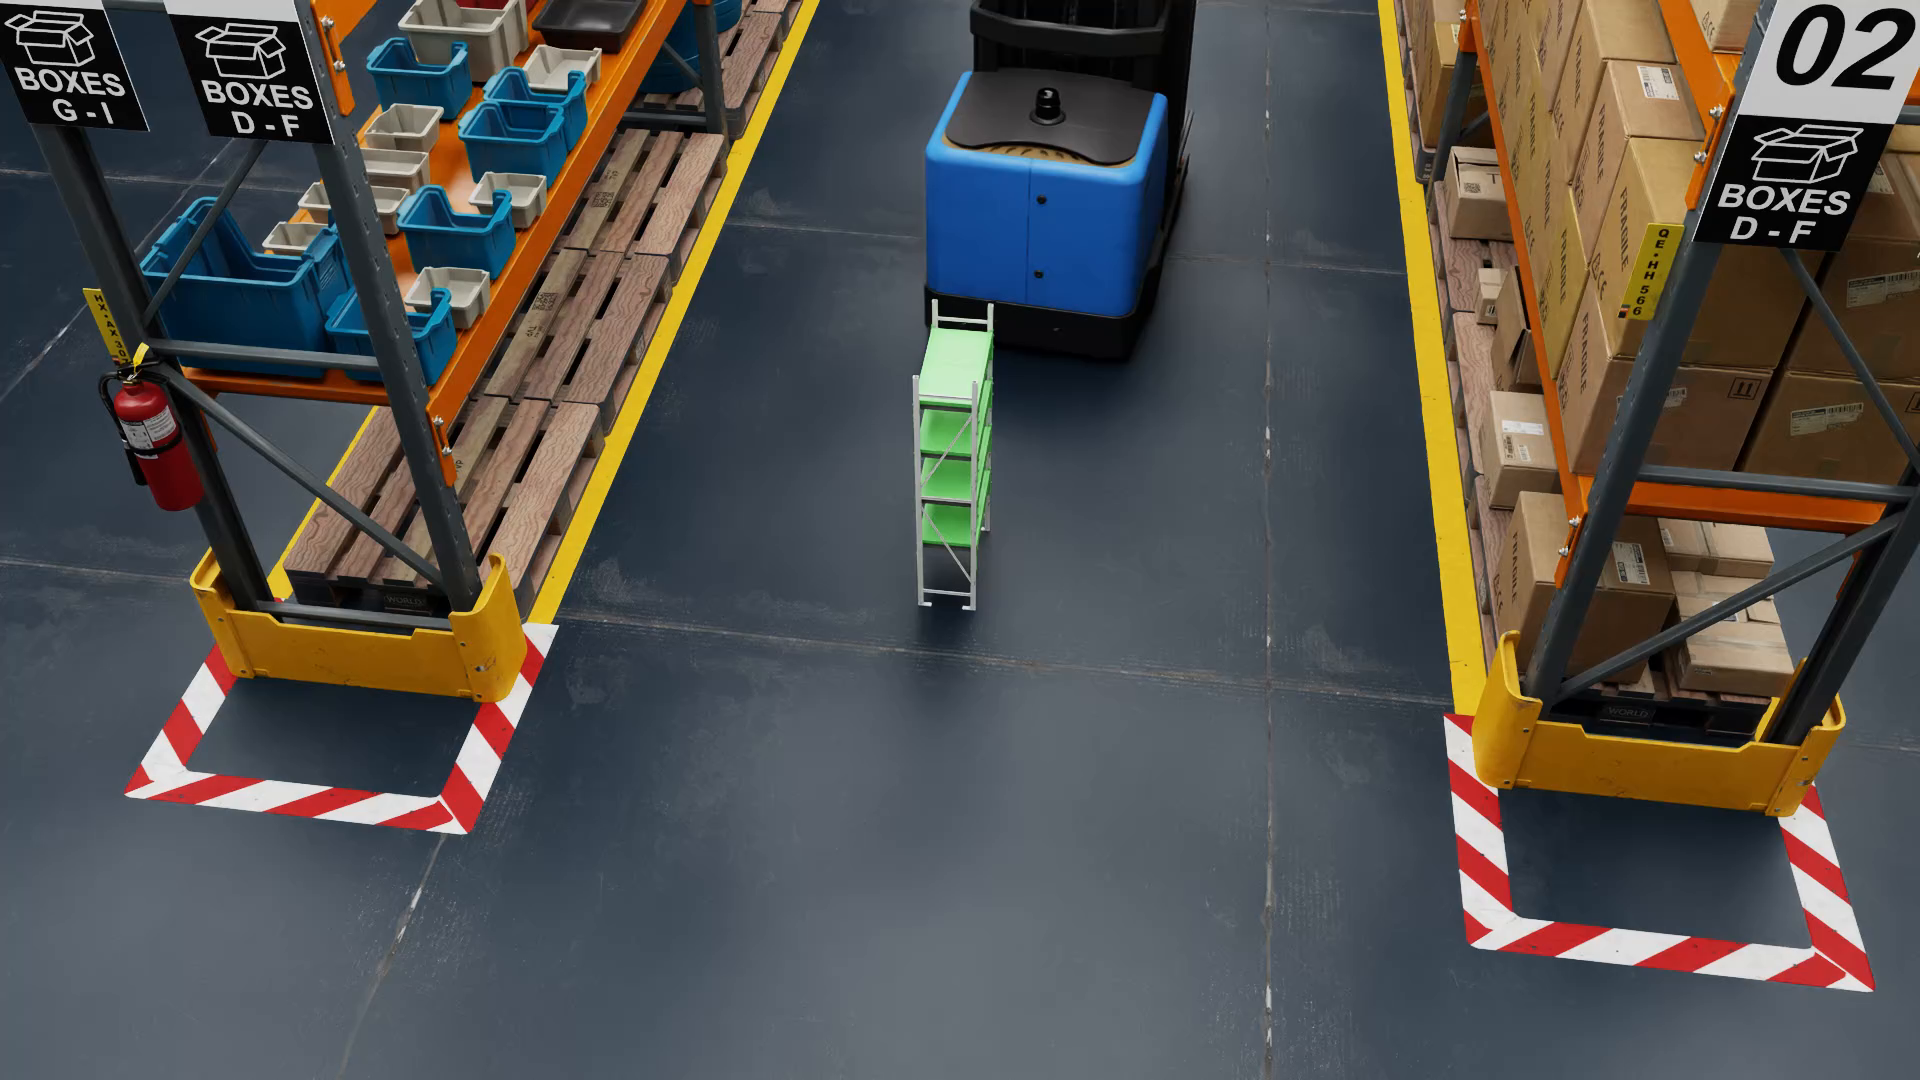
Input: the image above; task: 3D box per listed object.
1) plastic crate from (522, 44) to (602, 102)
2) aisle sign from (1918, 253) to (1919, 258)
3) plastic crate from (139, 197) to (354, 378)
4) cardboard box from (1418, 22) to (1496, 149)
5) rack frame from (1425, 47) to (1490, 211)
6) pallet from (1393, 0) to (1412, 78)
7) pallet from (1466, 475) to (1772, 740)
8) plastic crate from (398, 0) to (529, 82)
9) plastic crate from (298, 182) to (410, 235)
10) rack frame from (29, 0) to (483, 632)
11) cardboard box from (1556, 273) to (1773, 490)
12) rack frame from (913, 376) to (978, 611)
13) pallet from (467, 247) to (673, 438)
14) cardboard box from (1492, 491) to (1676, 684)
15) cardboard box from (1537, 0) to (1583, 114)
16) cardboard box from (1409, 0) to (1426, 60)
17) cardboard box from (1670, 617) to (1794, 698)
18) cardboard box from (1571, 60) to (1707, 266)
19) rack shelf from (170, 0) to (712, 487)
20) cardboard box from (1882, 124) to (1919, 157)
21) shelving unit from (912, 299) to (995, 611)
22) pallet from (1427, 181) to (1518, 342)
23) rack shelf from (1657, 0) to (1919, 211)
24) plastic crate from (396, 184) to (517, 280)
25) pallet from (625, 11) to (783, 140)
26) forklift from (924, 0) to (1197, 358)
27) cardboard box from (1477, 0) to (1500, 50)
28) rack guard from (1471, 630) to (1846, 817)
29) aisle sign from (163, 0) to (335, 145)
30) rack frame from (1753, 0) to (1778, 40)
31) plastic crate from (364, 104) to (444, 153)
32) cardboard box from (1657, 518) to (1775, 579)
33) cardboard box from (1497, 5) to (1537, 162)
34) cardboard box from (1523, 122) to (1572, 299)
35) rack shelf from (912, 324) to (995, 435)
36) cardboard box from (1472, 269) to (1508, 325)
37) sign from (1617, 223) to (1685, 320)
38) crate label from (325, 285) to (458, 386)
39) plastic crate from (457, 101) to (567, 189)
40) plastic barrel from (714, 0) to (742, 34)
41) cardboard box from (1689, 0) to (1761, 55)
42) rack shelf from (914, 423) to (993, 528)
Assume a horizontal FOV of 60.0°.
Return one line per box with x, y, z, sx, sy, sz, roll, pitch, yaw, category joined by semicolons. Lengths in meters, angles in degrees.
-1.767;-2.065;7.397;0.293;0.136;0.466;5;44;6;plastic crate
2.828;-1.045;4.281;0.394;0.787;0.004;5;44;6;aisle sign
-2.505;-0.907;5.957;0.616;0.435;0.499;5;44;6;plastic crate
2.855;-2.515;9.222;0.500;0.500;0.500;5;44;5;cardboard box
3.074;-2.900;8.131;1.000;3.000;0.127;5;44;6;rack frame
3.303;-3.279;10.560;1.003;0.211;1.213;5;44;6;pallet
2.660;0.243;6.840;1.003;0.211;1.213;5;44;6;pallet
-2.220;-2.308;7.548;0.437;0.282;0.530;5;44;6;plastic crate
-2.383;-1.321;6.612;0.396;0.136;0.243;5;44;6;plastic crate
-2.364;-0.627;5.730;1.000;3.000;0.127;5;44;6;rack frame
2.335;-0.540;5.566;0.500;0.500;0.500;6;44;7;cardboard box
-0.054;-0.157;6.543;0.240;1.200;0.015;5;44;6;rack frame
-2.053;-1.002;8.155;1.003;0.211;1.213;5;44;6;pallet
2.373;0.181;6.375;0.500;0.500;0.500;5;44;6;cardboard box
2.530;-1.950;6.328;0.500;0.500;0.500;6;44;7;cardboard box
2.996;-3.192;9.938;0.500;0.500;0.500;6;44;6;cardboard box
2.941;0.447;6.350;0.380;0.149;0.250;5;44;6;cardboard box
2.398;-1.246;5.584;0.500;0.500;0.500;6;44;7;cardboard box
-2.100;-1.729;7.417;1.077;0.370;4.000;5;44;6;rack shelf
2.927;-1.209;5.545;0.500;0.500;0.500;6;44;6;cardboard box
-0.022;-0.323;6.718;0.258;1.200;0.503;5;44;6;shelving unit
2.983;-1.420;8.596;1.003;0.211;1.213;5;44;6;pallet
2.810;-2.365;5.908;1.077;0.370;4.000;5;44;6;rack shelf
-1.918;-1.175;6.387;0.416;0.233;0.300;5;44;6;plastic crate
-1.692;-2.862;10.120;1.003;0.211;1.213;5;44;6;pallet
0.666;-2.975;8.260;1.130;2.935;3.031;9;44;10;forklift
2.737;-2.614;7.756;0.500;0.500;0.500;6;44;7;cardboard box
2.556;0.682;6.166;1.175;0.500;0.348;5;44;6;rack guard
-2.079;-1.495;4.756;0.394;0.787;0.004;5;44;6;aisle sign
2.545;-2.352;3.190;1.000;3.000;0.127;5;44;6;rack frame
-2.350;-1.717;7.030;0.298;0.136;0.250;5;44;6;plastic crate
2.965;-0.021;6.770;0.500;0.250;0.500;5;44;6;cardboard box
2.604;-1.924;7.027;0.500;0.500;0.500;5;44;5;cardboard box
2.471;-1.234;6.299;0.500;0.500;0.500;6;44;6;cardboard box
-0.022;-0.625;6.432;0.258;0.148;0.480;5;44;6;rack shelf
2.700;-1.174;8.049;0.380;0.166;0.250;5;44;6;cardboard box
1.998;-0.773;4.813;0.100;0.325;0.005;5;44;6;sign
-2.005;-0.726;5.913;0.416;0.233;0.303;5;44;6;crate label
-1.831;-1.624;6.861;0.416;0.233;0.300;5;44;6;plastic crate
-1.653;-3.595;10.086;0.600;0.901;0.708;5;44;6;plastic barrel
2.352;-1.583;4.668;0.500;0.250;0.500;5;44;6;cardboard box
-0.022;-0.276;6.762;0.258;0.148;0.480;5;44;6;rack shelf
